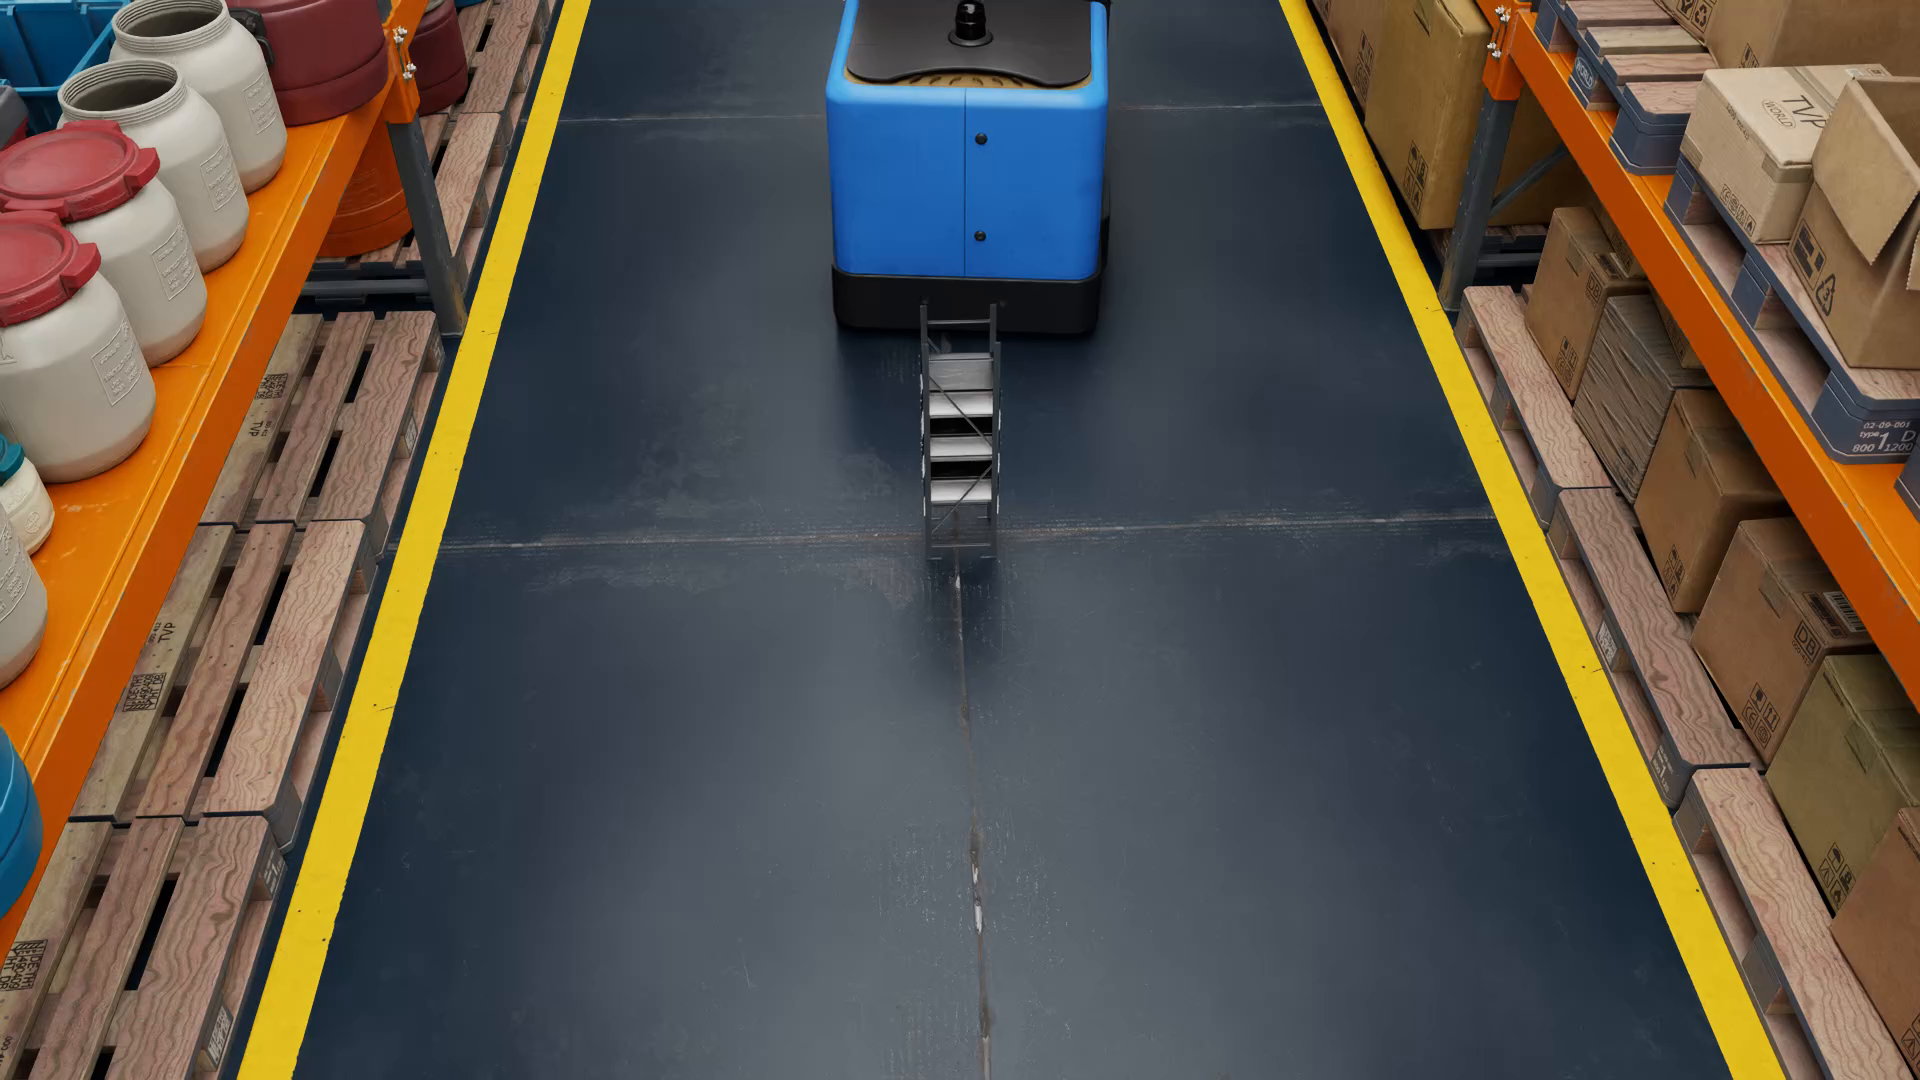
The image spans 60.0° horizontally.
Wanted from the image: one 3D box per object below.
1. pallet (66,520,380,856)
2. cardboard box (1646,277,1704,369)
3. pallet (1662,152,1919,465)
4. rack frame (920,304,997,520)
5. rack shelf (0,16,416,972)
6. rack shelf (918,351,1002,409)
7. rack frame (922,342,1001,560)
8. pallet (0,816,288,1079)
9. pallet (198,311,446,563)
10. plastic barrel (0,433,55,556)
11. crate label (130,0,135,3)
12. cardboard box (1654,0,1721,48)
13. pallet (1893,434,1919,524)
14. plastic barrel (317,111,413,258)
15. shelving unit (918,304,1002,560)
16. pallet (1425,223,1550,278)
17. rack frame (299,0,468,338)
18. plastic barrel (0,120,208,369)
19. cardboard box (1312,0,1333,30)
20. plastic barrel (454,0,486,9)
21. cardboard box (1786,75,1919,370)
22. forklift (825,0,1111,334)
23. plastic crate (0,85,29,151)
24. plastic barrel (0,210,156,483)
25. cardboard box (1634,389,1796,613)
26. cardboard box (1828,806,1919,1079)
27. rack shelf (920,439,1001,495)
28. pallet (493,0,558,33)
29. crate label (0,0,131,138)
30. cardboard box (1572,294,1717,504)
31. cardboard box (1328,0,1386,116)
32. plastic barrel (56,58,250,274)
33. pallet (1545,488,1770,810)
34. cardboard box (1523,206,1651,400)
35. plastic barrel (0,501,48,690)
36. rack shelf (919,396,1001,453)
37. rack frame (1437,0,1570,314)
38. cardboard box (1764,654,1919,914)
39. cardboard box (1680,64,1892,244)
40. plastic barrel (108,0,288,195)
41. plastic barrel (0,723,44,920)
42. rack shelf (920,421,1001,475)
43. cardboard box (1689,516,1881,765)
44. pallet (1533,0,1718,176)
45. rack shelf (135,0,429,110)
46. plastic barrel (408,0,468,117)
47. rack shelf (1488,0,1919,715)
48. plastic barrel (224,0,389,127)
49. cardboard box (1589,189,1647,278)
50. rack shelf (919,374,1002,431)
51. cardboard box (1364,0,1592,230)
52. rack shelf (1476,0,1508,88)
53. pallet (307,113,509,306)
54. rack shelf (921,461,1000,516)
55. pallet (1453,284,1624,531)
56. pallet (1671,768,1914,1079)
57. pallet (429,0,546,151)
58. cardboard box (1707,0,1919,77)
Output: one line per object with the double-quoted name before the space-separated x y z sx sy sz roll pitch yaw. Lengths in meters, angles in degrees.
"pallet" -2.441 0.434 5.120 1.003 0.211 1.213 -2 43 -2
"cardboard box" 2.556 -0.790 5.361 0.500 0.250 0.500 3 43 3
"pallet" 2.590 -0.676 4.409 1.003 0.211 1.213 -2 43 -2
"rack frame" -0.005 -0.406 5.527 0.240 0.900 0.006 -2 43 -2
"rack shelf" -2.399 -0.324 4.416 1.077 0.370 4.000 -2 43 -2
"rack shelf" 0.000 -0.512 5.292 0.258 0.077 0.200 -2 43 -2
"rack frame" 0.004 -0.269 5.377 0.240 0.900 0.006 -2 43 -2
"pallet" -2.386 1.260 4.220 1.003 0.211 1.213 -2 43 -2
"pallet" -2.490 -0.388 6.017 1.003 0.211 1.213 -2 43 -2
"plastic barrel" -2.217 -0.086 3.726 0.301 0.262 0.301 0 43 0
"crate label" -2.841 -1.583 5.381 0.303 0.233 0.416 -2 43 -2
"cardboard box" 2.527 -1.910 5.229 0.500 0.500 0.500 -6 43 -7
"pallet" 2.747 0.169 3.487 1.003 0.211 1.213 -2 43 -2
"plastic barrel" -2.522 -1.624 6.597 0.600 0.830 0.708 -2 43 -2
"shelving unit" 0.000 -0.337 5.452 0.258 0.900 0.210 -2 43 -2
"pallet" 2.506 -1.588 7.326 1.003 0.211 1.213 -2 43 -2
"rack frame" -2.484 -1.940 5.646 1.000 3.000 0.127 -2 43 -2
"plastic barrel" -2.185 -0.729 4.225 0.433 0.535 0.433 0 43 0
"cardboard box" 2.381 -3.119 8.194 1.225 0.875 0.875 -3 43 -3
"plastic barrel" -2.618 -3.176 8.237 0.600 0.901 0.708 -2 43 -2
"cardboard box" 2.468 -0.742 3.952 0.797 0.503 0.637 2 43 3
"forklift" 0.098 -2.874 6.716 1.130 2.935 3.031 2 43 2
"plastic crate" -2.721 -0.864 4.425 0.402 0.464 0.583 -2 43 -2
"plastic barrel" -2.167 -0.437 3.906 0.433 0.535 0.433 0 43 0
"cardboard box" 2.580 -0.114 5.179 0.700 0.500 0.500 2 43 2
"cardboard box" 2.630 0.963 4.004 0.700 0.500 0.500 -5 43 -5
"rack shelf" 0.000 -0.246 5.535 0.258 0.077 0.200 -2 43 -2
"pallet" -2.663 -3.090 8.965 1.003 0.211 1.213 -2 43 -2
"crate label" -2.712 -1.274 4.894 0.502 0.435 0.616 -2 43 -2
"cardboard box" 2.549 -0.497 5.596 0.700 0.500 0.500 -5 43 -5
"cardboard box" 2.426 -2.522 7.543 1.225 0.875 0.875 -2 43 -2
"plastic barrel" -2.209 -1.008 4.547 0.421 0.512 0.421 0 43 0
"pallet" 2.545 0.295 5.272 1.003 0.211 1.213 -2 43 -2
"cardboard box" 2.513 -0.871 6.004 0.700 0.500 0.500 -4 43 -4
"plastic barrel" -2.136 0.058 3.366 0.433 0.535 0.433 0 43 0
"rack shelf" 0.000 -0.379 5.414 0.258 0.077 0.200 -2 43 -2
"rack frame" 2.465 -2.082 5.801 1.000 3.000 0.127 -2 43 -2
"cardboard box" 2.628 0.640 4.356 0.700 0.500 0.500 -2 43 -2
"cardboard box" 2.306 -1.043 4.468 0.500 0.250 0.500 -3 43 -3
"plastic barrel" -2.227 -1.293 4.857 0.421 0.512 0.421 0 43 0
"plastic barrel" -2.028 0.306 2.825 0.600 0.901 0.708 -2 43 -2
"rack shelf" 0.000 -0.313 5.474 0.258 0.077 0.200 -2 43 -2
"cardboard box" 2.604 0.263 4.768 0.700 0.500 0.500 -5 43 -5
"pallet" 2.601 -1.533 5.345 1.213 0.211 1.003 -2 43 -2
"rack shelf" -2.569 -3.025 7.362 1.077 0.370 4.000 -2 43 -2
"plastic barrel" -2.570 -2.298 7.511 0.600 0.588 0.708 -2 43 -2
"rack shelf" 2.549 -0.466 4.571 1.077 0.370 4.000 -2 43 -2
"plastic barrel" -2.162 -1.685 5.268 0.600 0.536 0.708 -2 43 -2
"cardboard box" 2.523 -1.147 5.751 0.500 0.250 0.500 0 43 0
"rack shelf" 0.000 -0.445 5.353 0.258 0.077 0.200 -2 43 -2
"cardboard box" 2.456 -1.920 6.886 1.225 0.875 0.875 -3 43 -4
"rack shelf" 2.380 -3.167 7.517 1.077 0.370 4.000 -2 43 -2
"pallet" -2.559 -1.443 7.168 1.003 0.211 1.213 -2 43 -2
"rack shelf" 0.000 -0.180 5.596 0.258 0.077 0.200 -2 43 -2
"pallet" 2.496 -0.526 6.168 1.003 0.211 1.213 -2 43 -2
"pallet" 2.600 1.121 4.371 1.003 0.211 1.213 -2 43 -2
"pallet" -2.608 -2.264 8.064 1.003 0.211 1.213 -2 43 -2
"cardboard box" 2.651 -1.536 4.821 0.700 0.500 0.500 4 43 5
